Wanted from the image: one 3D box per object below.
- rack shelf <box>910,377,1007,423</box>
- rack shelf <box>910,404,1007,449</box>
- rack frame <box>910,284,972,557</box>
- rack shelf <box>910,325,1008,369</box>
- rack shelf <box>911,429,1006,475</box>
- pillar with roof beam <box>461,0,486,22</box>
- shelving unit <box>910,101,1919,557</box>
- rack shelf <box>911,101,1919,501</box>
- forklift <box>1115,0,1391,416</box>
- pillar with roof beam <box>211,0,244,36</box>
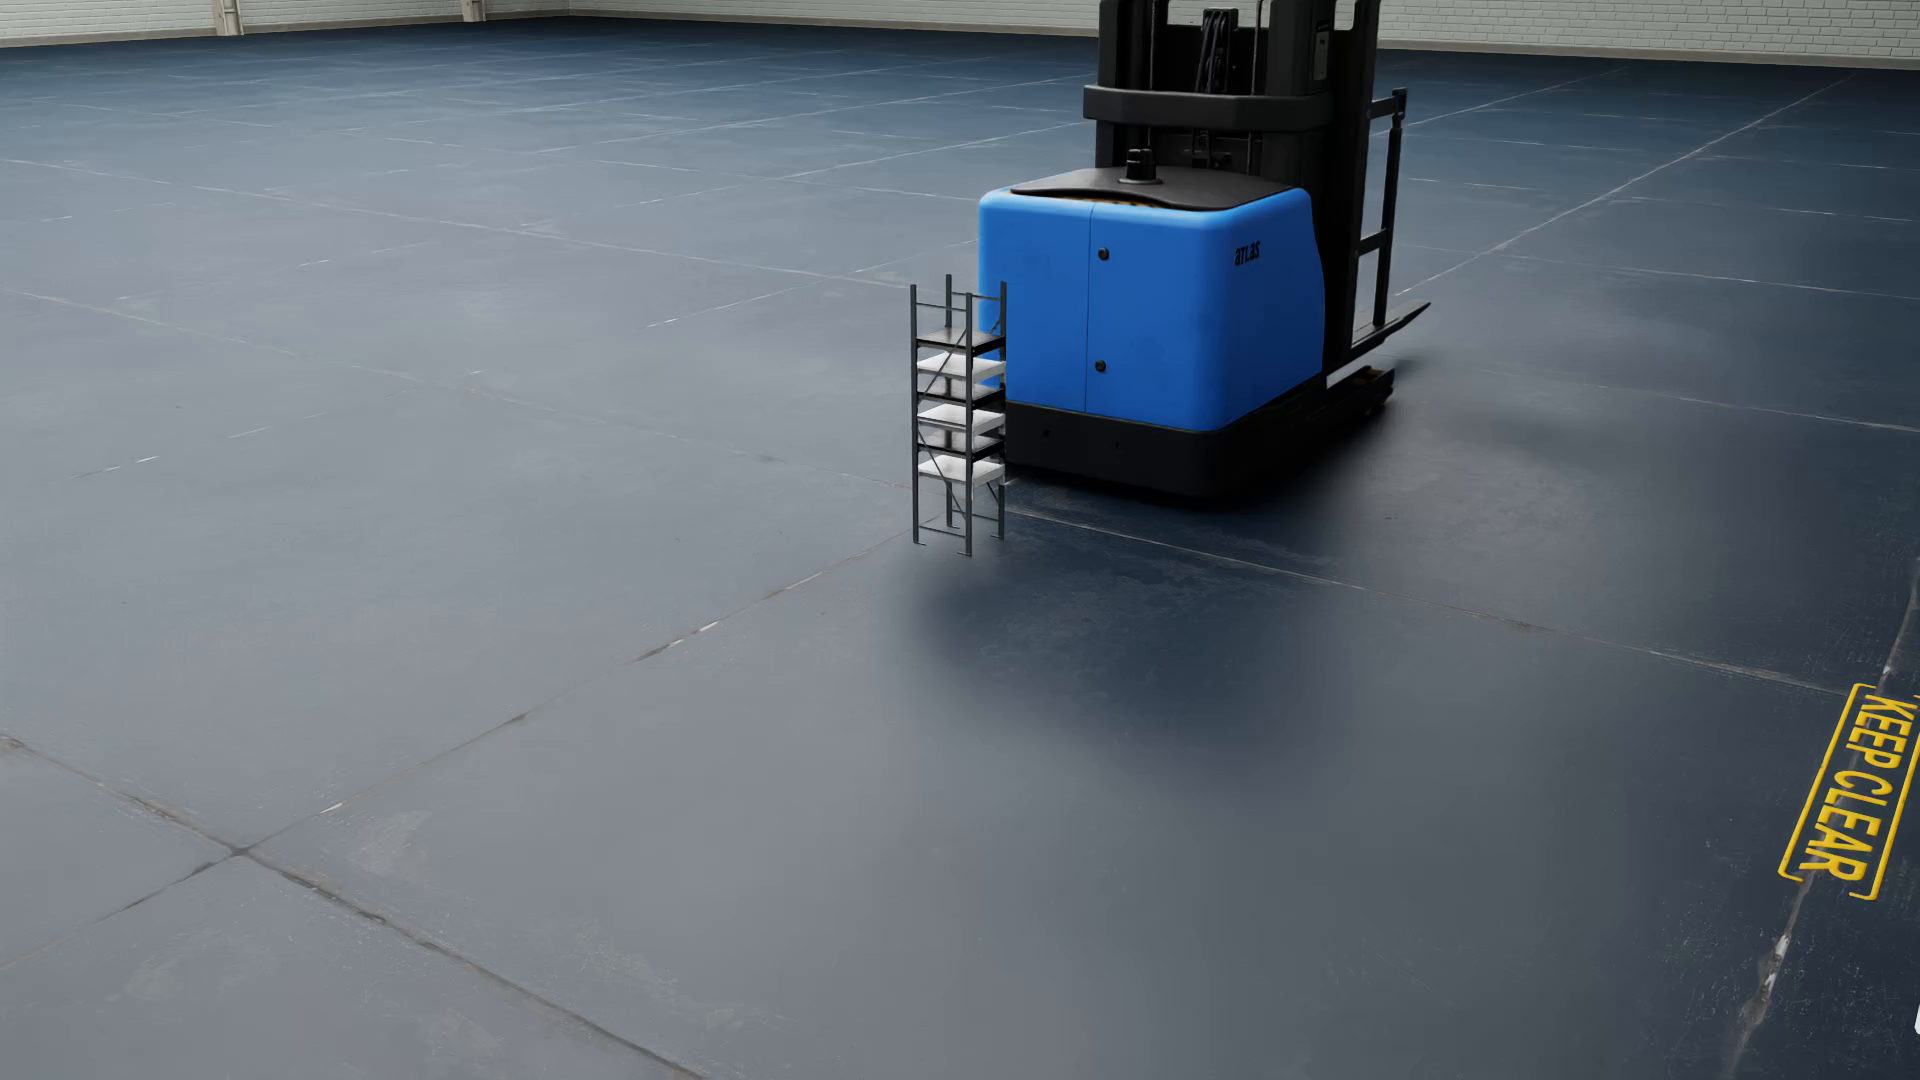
[{"bbox_3d":[-0.005,-0.473,5.583,0.258,0.077,0.200,13,24,32],"label":"rack shelf"},{"bbox_3d":[-0.005,-0.388,5.614,0.258,0.077,0.200,13,24,32],"label":"rack shelf"},{"bbox_3d":[-0.062,-0.391,5.524,0.240,0.900,0.006,13,24,32],"label":"rack frame"},{"bbox_3d":[-0.005,-0.642,5.520,0.258,0.077,0.200,13,24,32],"label":"rack shelf"},{"bbox_3d":[-0.005,-0.304,5.645,0.258,0.077,0.200,13,24,32],"label":"rack shelf"},{"bbox_3d":[-7.194,-14.875,33.009,9.100,9.000,0.400,13,24,32],"label":"pillar with roof beam"},{"bbox_3d":[7.439,-2.494,11.210,6.000,0.900,18.469,13,24,32],"label":"shelving unit"},{"bbox_3d":[7.441,-2.202,11.321,6.000,0.275,18.464,13,24,32],"label":"rack shelf"},{"bbox_3d":[1.274,-1.989,6.917,1.121,2.935,3.031,12,24,30],"label":"forklift"},{"bbox_3d":[-10.567,-13.154,28.355,9.100,9.000,0.400,13,24,32],"label":"pillar with roof beam"}]
